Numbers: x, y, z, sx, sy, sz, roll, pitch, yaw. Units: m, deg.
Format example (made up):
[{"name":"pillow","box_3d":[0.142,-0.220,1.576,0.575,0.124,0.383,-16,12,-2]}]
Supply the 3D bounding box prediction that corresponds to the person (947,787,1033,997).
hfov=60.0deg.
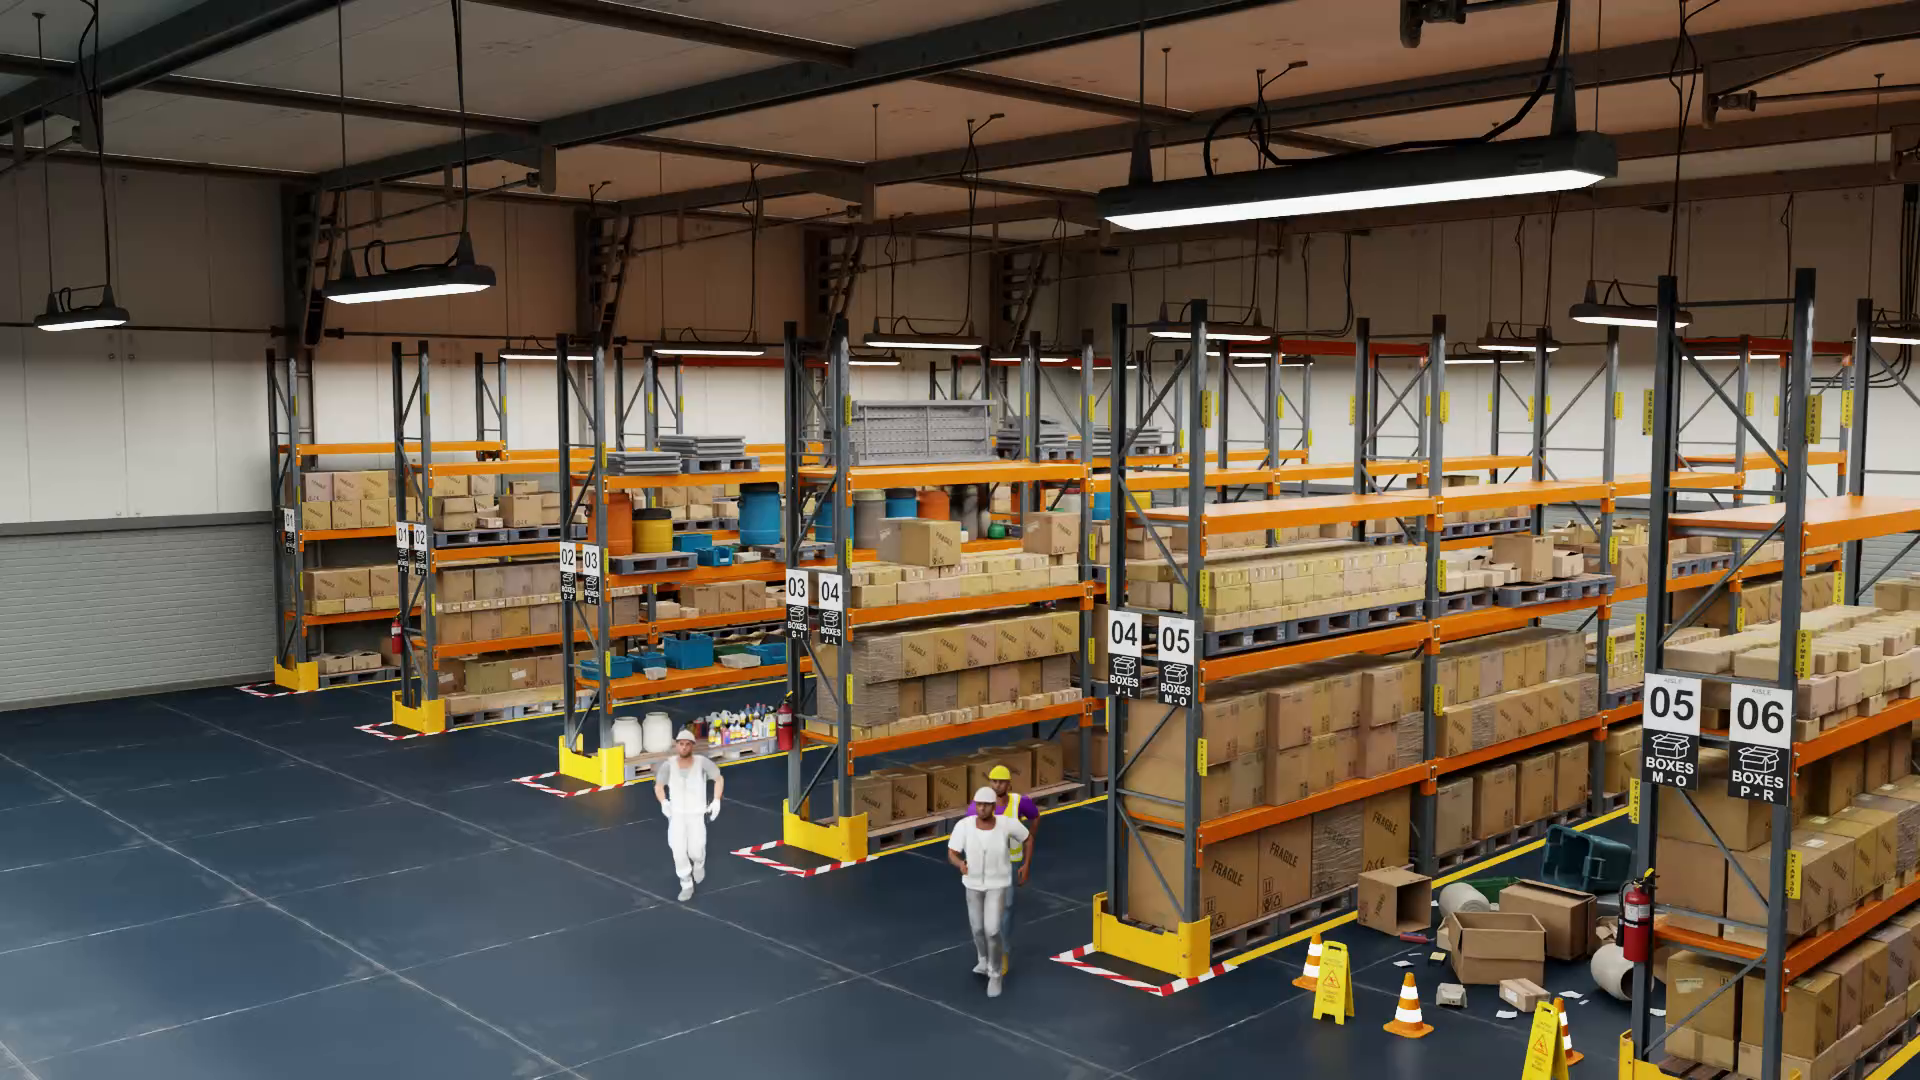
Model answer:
[{"name":"person","box_3d":[0.244,2.996,14.483,0.718,1.726,0.744,1,5,13]}]

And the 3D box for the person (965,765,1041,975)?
[{"name":"person","box_3d":[0.356,2.952,15.187,0.679,1.809,0.833,1,5,13]}]

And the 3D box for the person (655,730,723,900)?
[{"name":"person","box_3d":[-2.799,2.819,17.150,0.697,1.748,0.623,0,5,-3]}]
